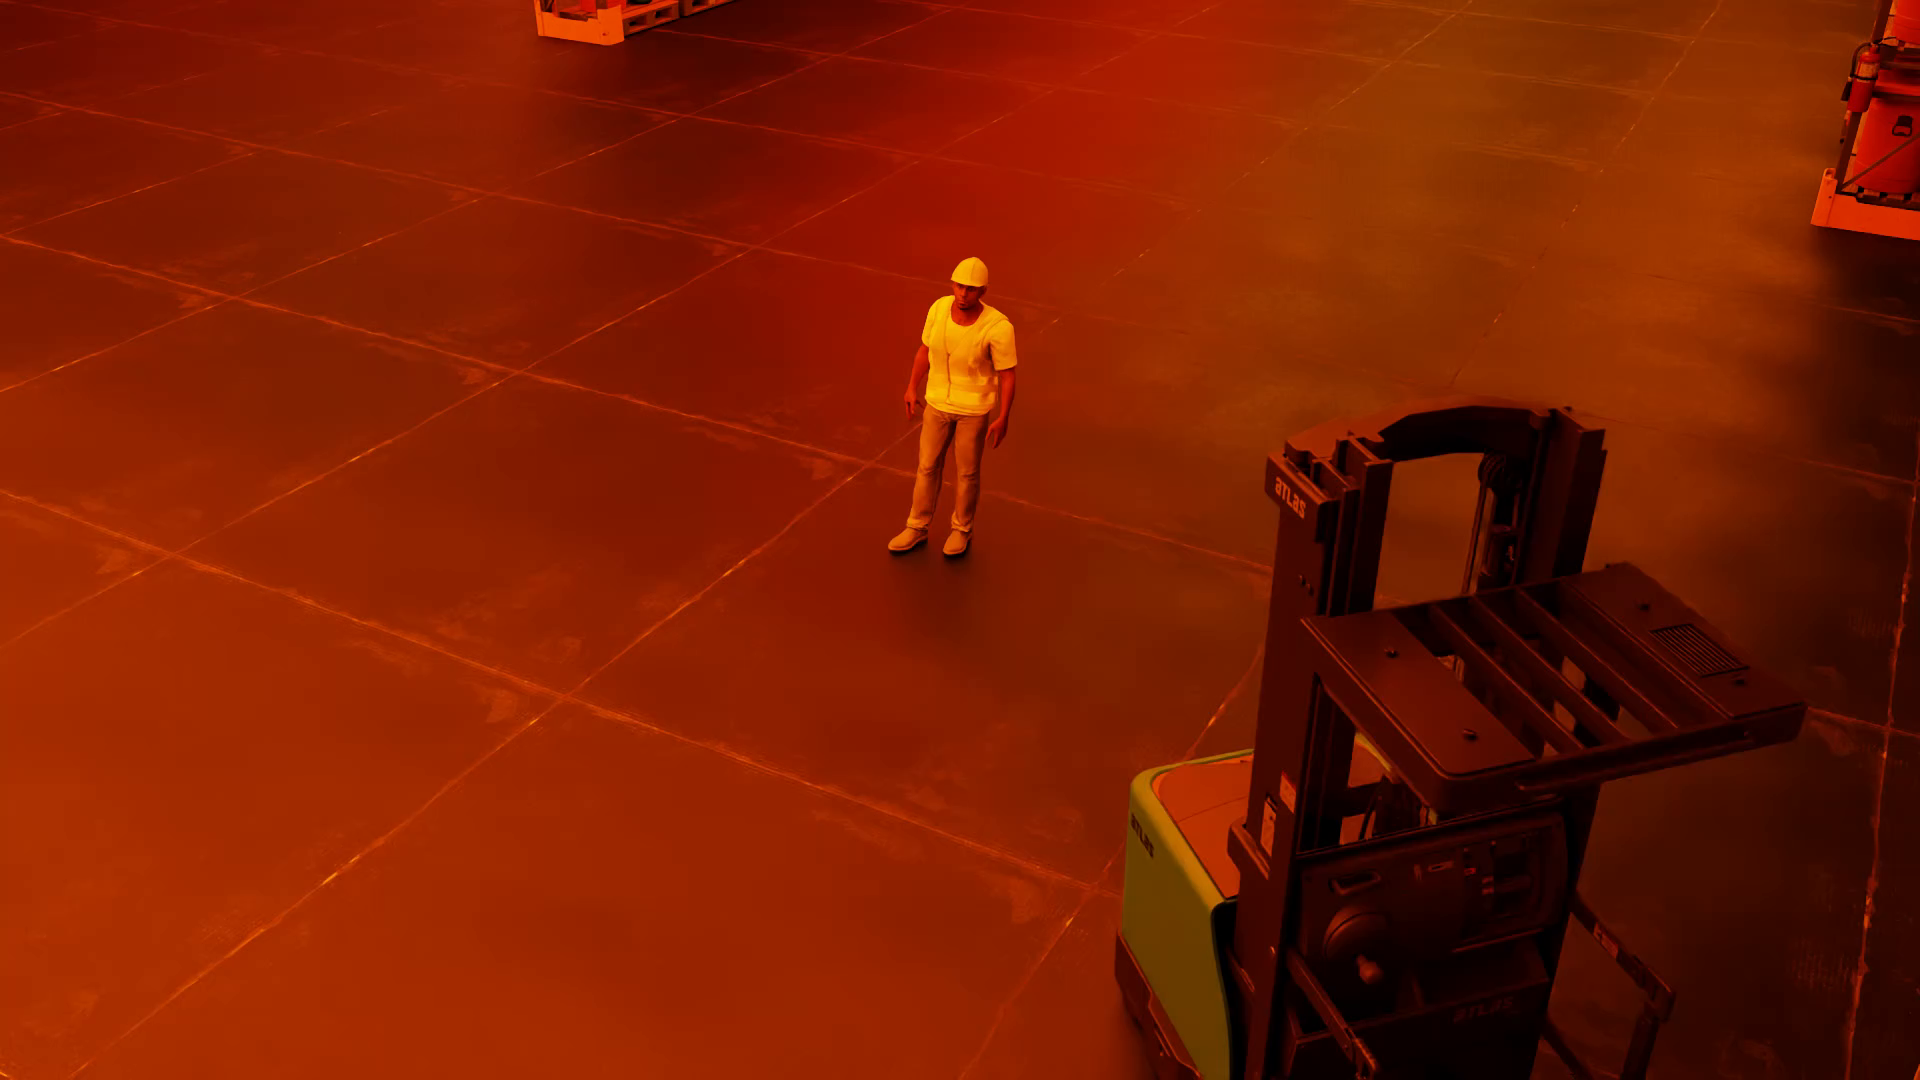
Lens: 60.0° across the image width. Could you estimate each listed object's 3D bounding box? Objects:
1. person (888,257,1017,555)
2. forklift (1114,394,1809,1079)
[{"bbox_3d":[-0.039,-0.743,9.508,0.665,1.765,0.577,15,33,25],"label":"person"},{"bbox_3d":[1.557,1.173,5.039,1.130,2.935,3.031,-9,31,-15],"label":"forklift"}]
